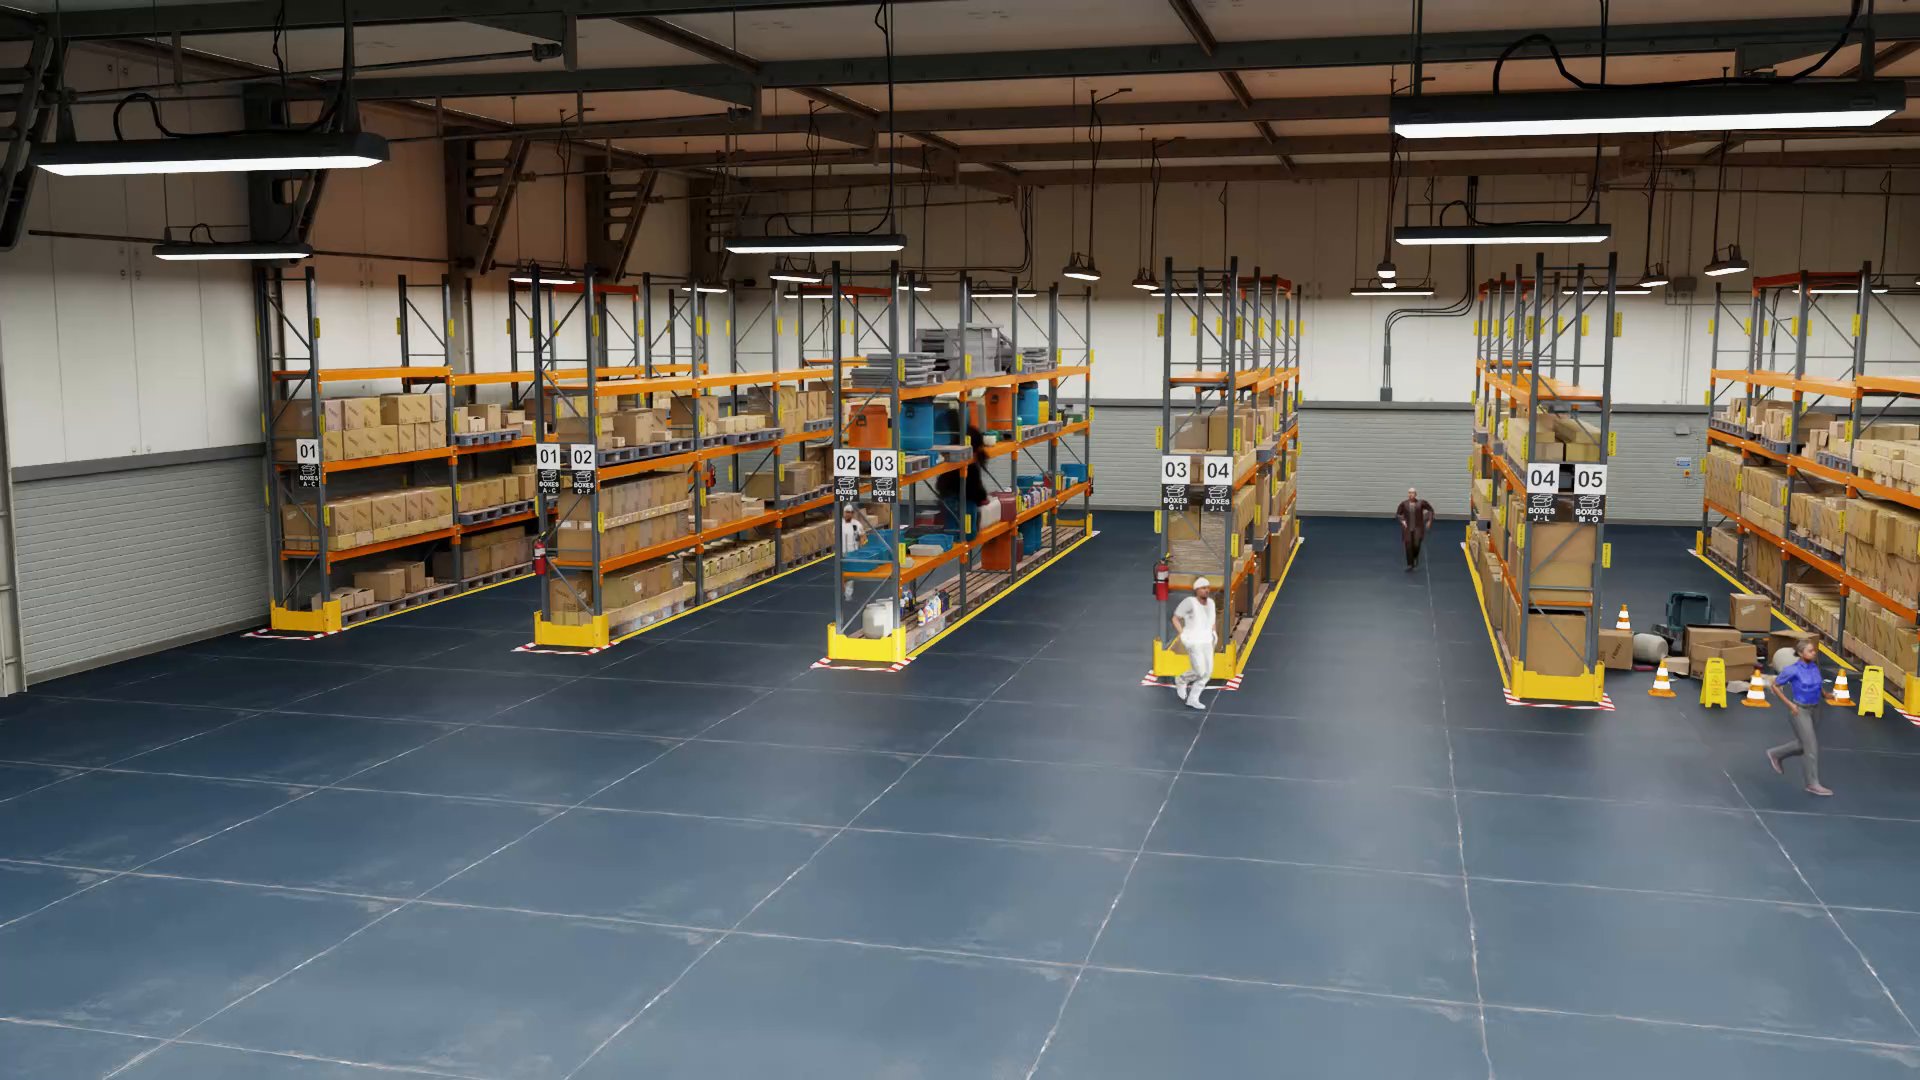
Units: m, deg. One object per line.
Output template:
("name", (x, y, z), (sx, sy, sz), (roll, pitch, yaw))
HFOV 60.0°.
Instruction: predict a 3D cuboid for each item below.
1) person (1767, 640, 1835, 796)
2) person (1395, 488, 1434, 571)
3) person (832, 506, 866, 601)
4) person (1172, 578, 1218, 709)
("person", (9.160, 1.898, 18.115), (0.587, 1.626, 0.871), (-4, 8, -27))
("person", (9.344, -0.111, 34.295), (0.738, 1.543, 0.747), (3, 8, 22))
("person", (-1.962, 0.212, 29.211), (0.599, 1.640, 0.556), (1, 7, 5))
("person", (3.134, 1.361, 22.057), (0.690, 1.752, 0.558), (-5, 9, -34))
